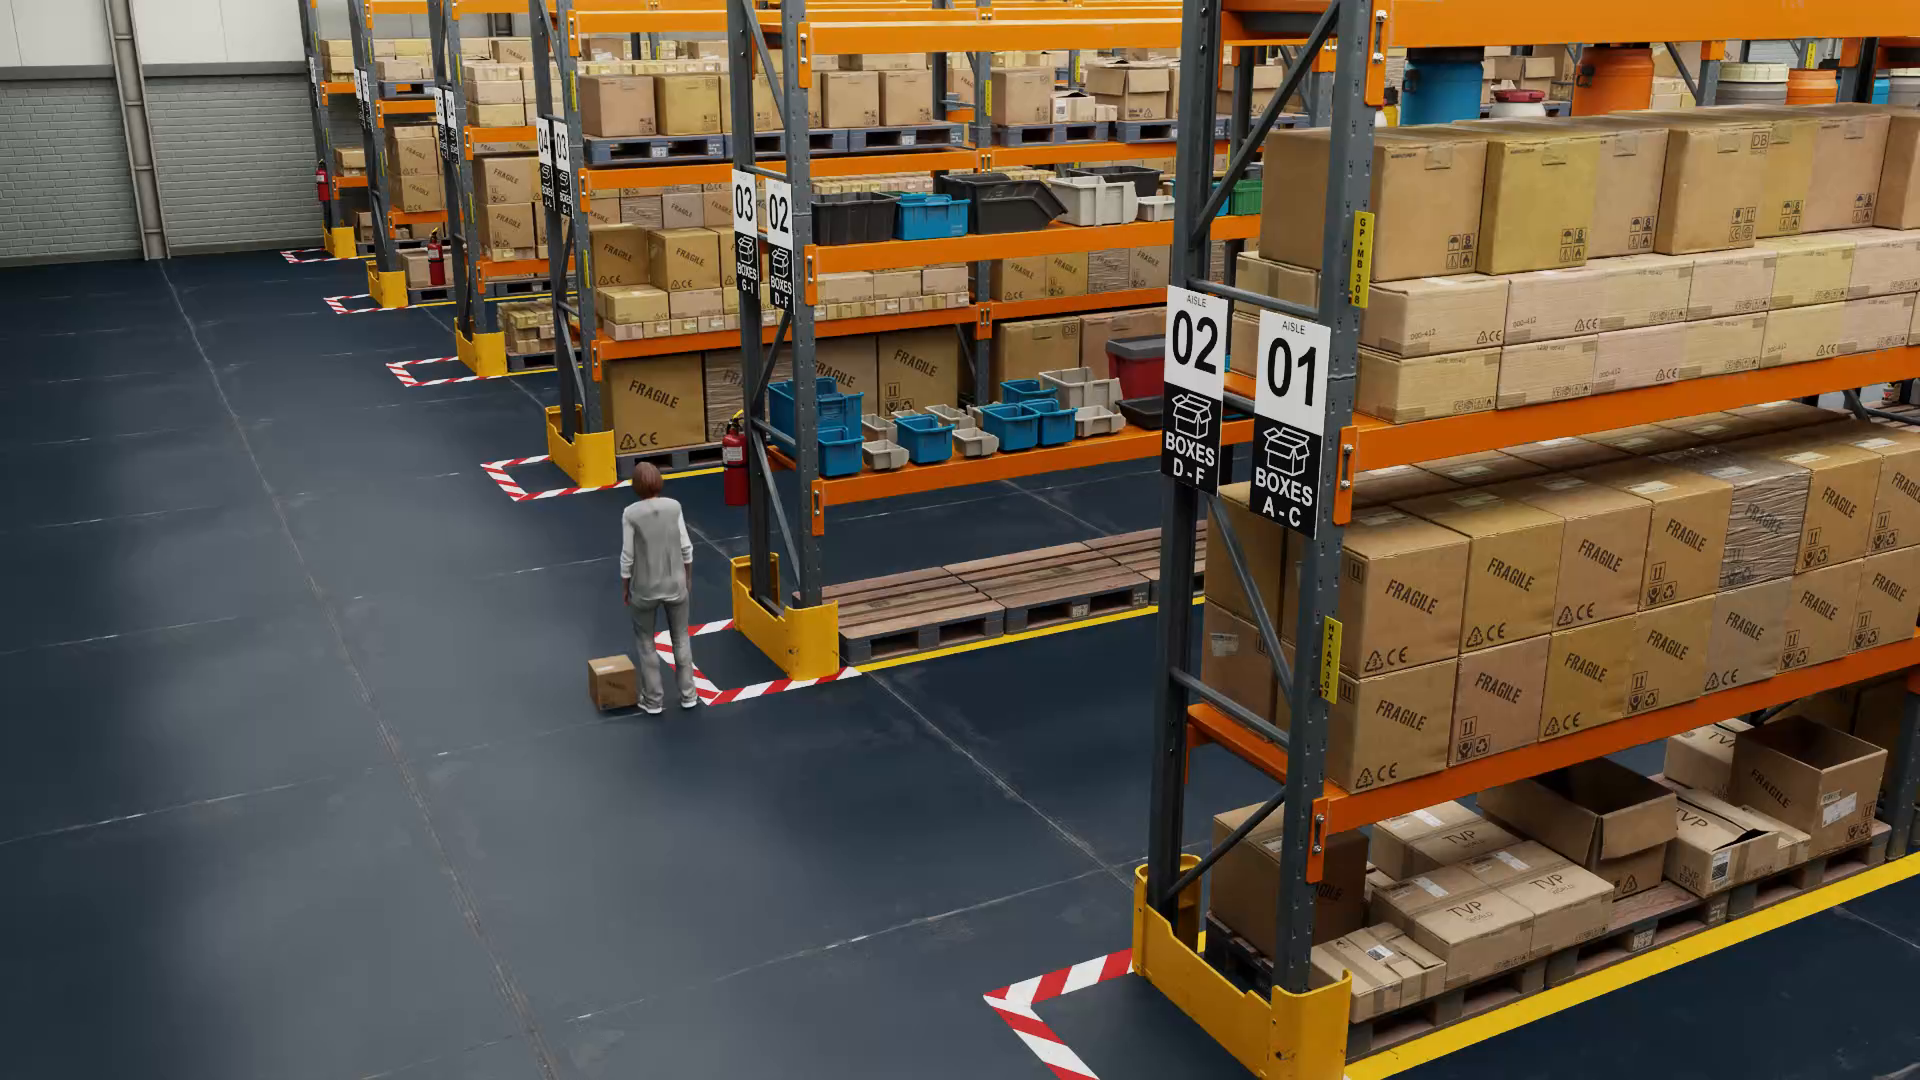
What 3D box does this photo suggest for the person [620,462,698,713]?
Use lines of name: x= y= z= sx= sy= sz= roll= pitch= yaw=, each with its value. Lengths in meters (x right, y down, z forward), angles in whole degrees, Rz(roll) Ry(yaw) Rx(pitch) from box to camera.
person: x=-1.867 y=0.302 z=10.274 sx=0.463 sy=1.593 sz=0.324 roll=-8 pitch=20 yaw=-23
